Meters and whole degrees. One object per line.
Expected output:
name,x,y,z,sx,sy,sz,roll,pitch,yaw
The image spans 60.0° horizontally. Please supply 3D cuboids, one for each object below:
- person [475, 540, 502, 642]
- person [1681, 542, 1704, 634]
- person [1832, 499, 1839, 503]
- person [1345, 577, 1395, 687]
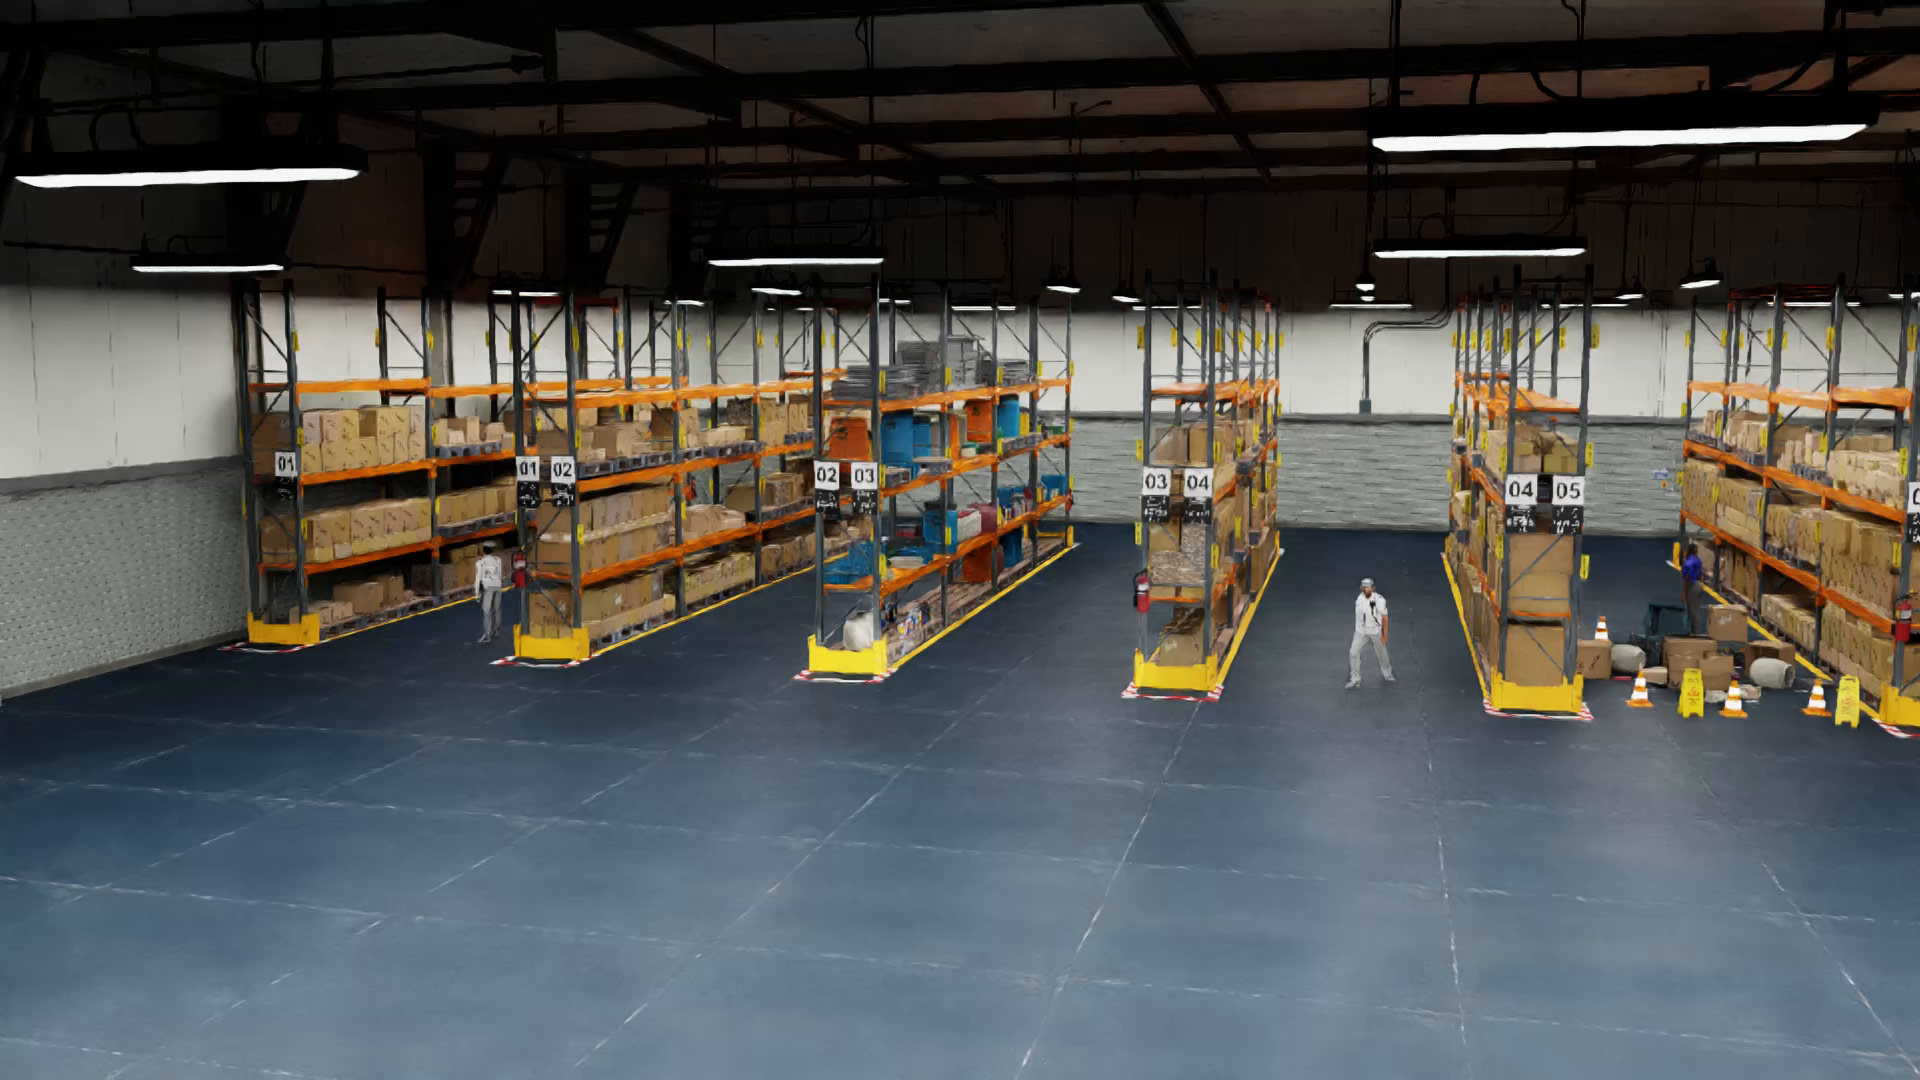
person,-7.875,0.843,27.727,0.525,1.677,0.459,-7,10,-44
person,12.159,0.858,27.709,0.549,1.642,0.573,6,9,41
person,18.619,-0.092,35.557,0.552,1.661,0.653,3,7,22
person,5.982,1.321,24.120,0.527,1.599,0.939,5,8,35
